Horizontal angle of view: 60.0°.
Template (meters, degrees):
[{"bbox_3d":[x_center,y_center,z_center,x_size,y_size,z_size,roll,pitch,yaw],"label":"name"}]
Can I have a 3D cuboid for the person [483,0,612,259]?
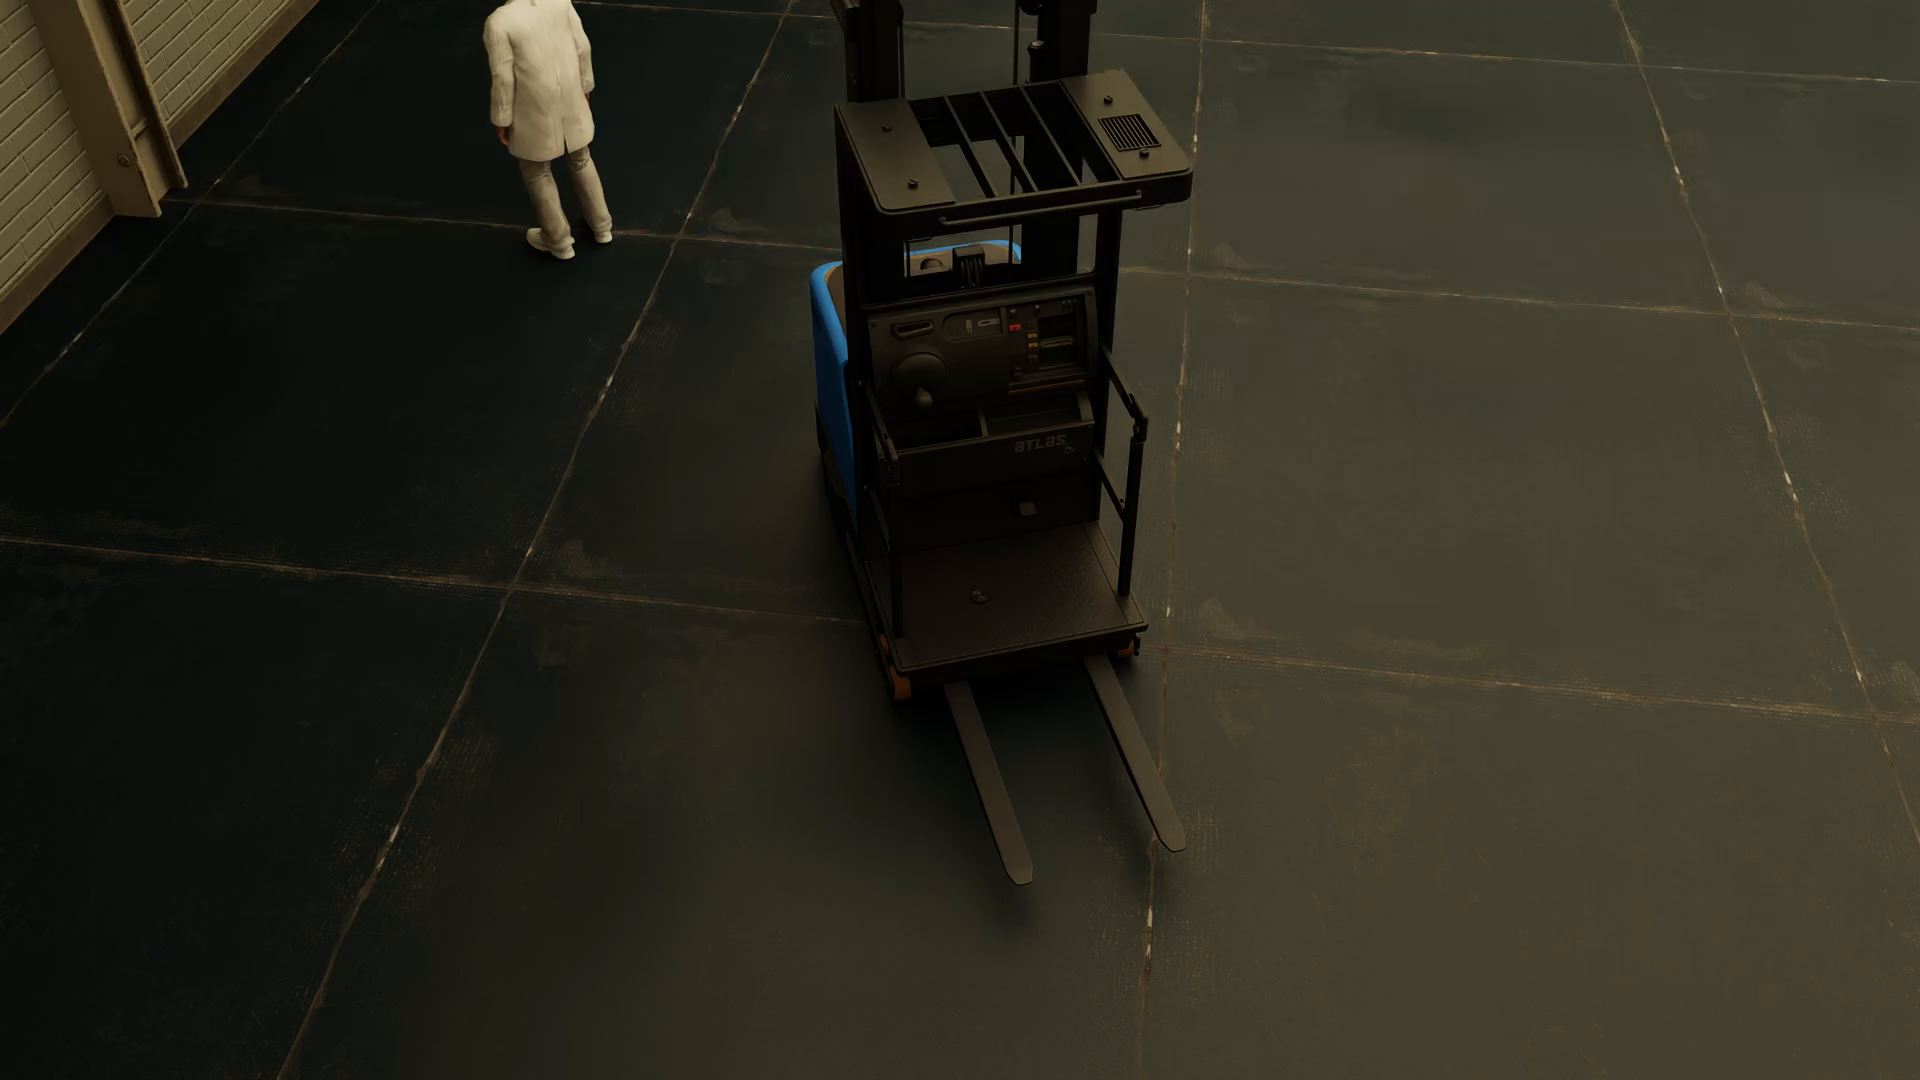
[{"bbox_3d":[-2.301,-2.398,9.190,0.653,1.774,0.431,-32,52,-30],"label":"person"}]

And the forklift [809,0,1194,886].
[{"bbox_3d":[0.153,-0.681,6.465,1.130,2.935,3.031,-10,44,-11],"label":"forklift"}]
